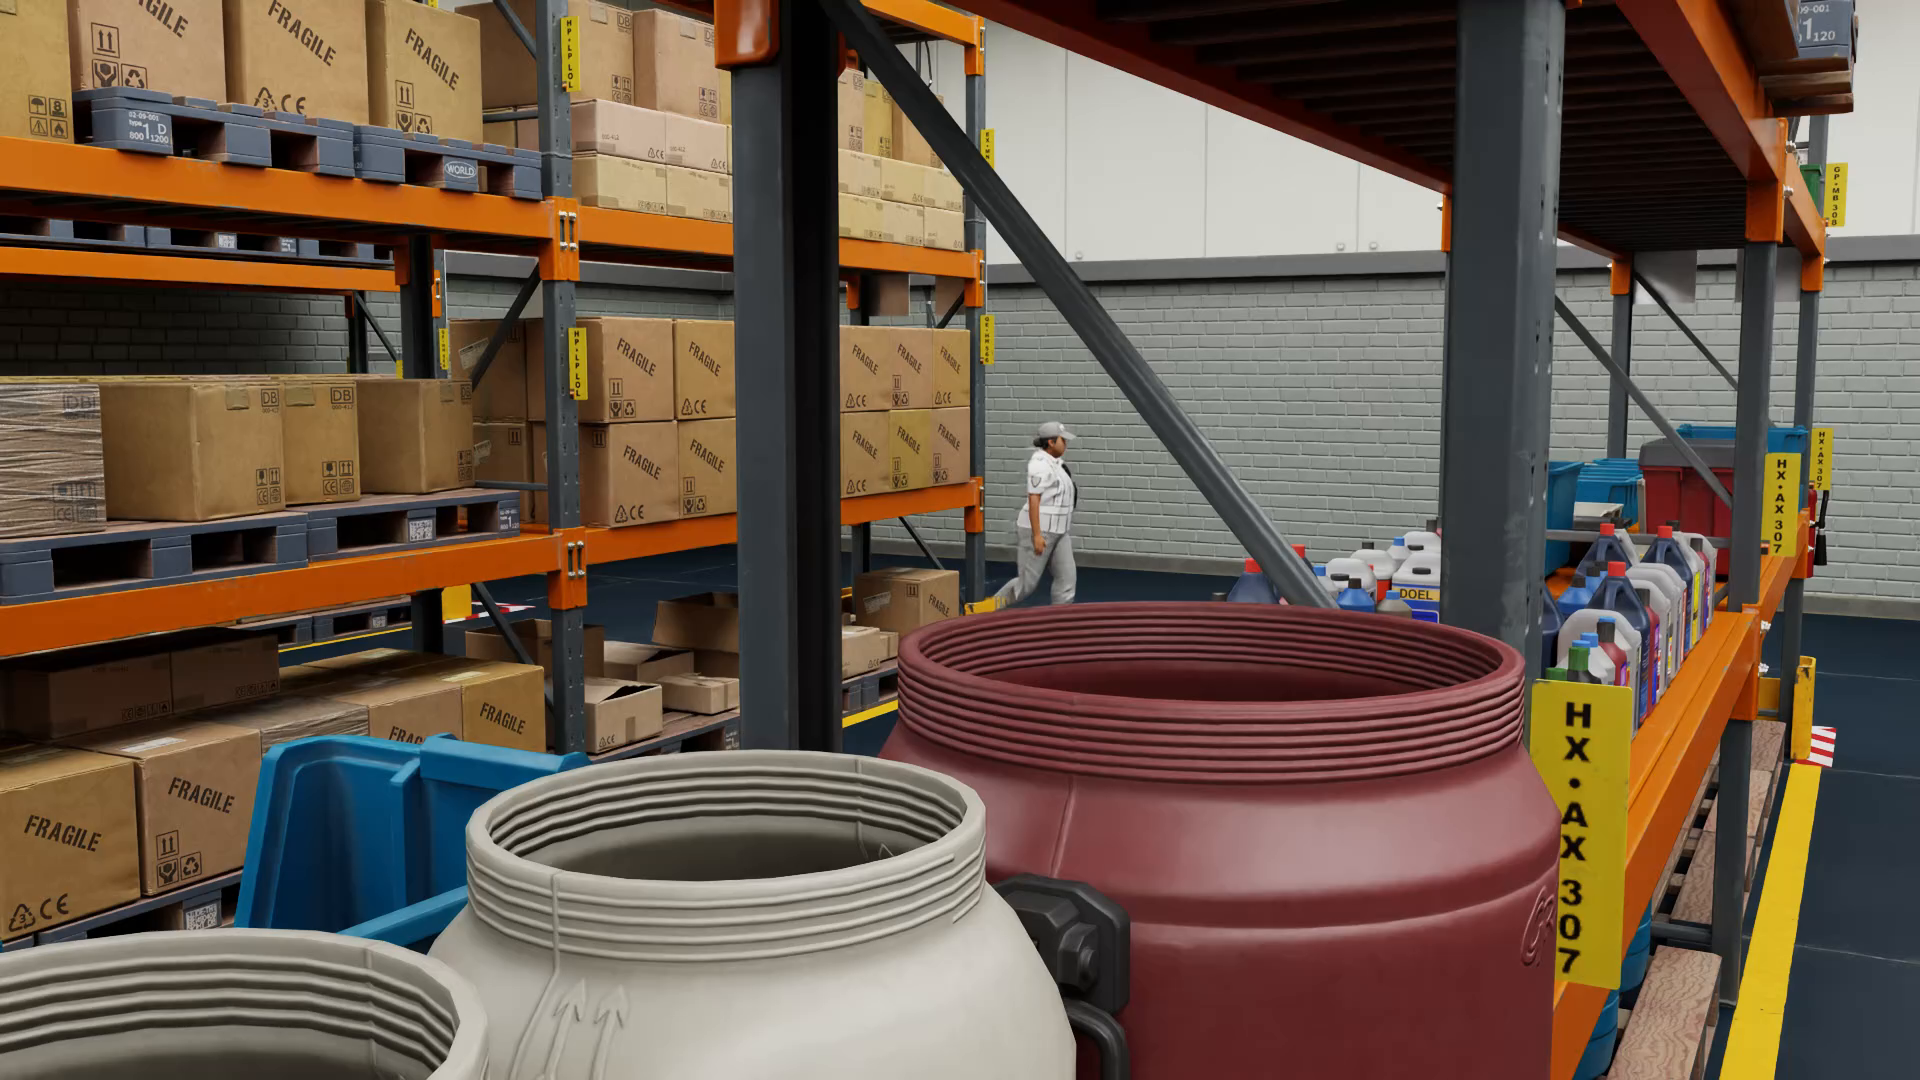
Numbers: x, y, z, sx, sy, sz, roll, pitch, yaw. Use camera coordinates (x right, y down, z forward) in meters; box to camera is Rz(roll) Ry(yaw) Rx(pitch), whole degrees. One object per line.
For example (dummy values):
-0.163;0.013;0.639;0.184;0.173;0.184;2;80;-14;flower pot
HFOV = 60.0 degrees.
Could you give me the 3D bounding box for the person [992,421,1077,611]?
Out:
0.554;-0.057;12.309;0.839;1.642;0.545;3;7;24;person
